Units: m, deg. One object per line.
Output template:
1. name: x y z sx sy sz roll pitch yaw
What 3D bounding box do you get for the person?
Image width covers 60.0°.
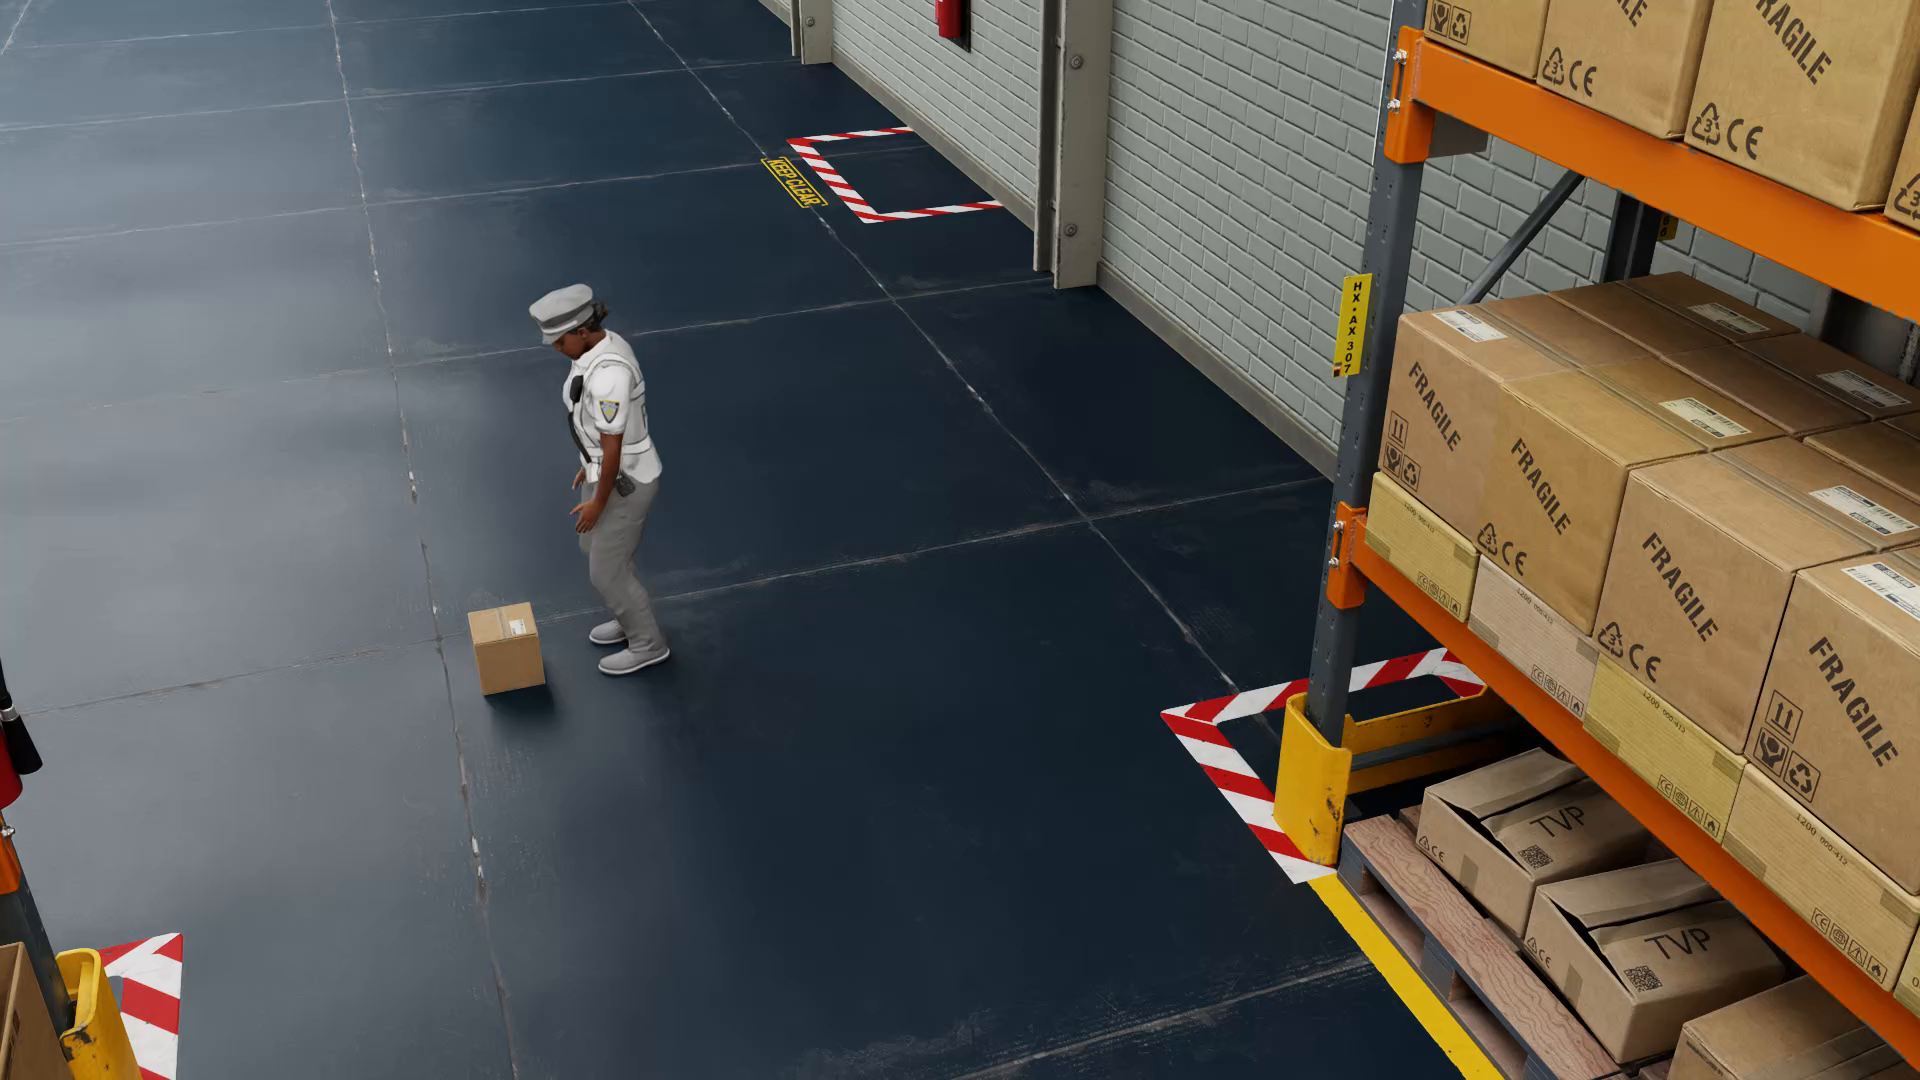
1. person: -1.387 -0.224 6.562 0.425 1.631 0.453 -10 31 -16
